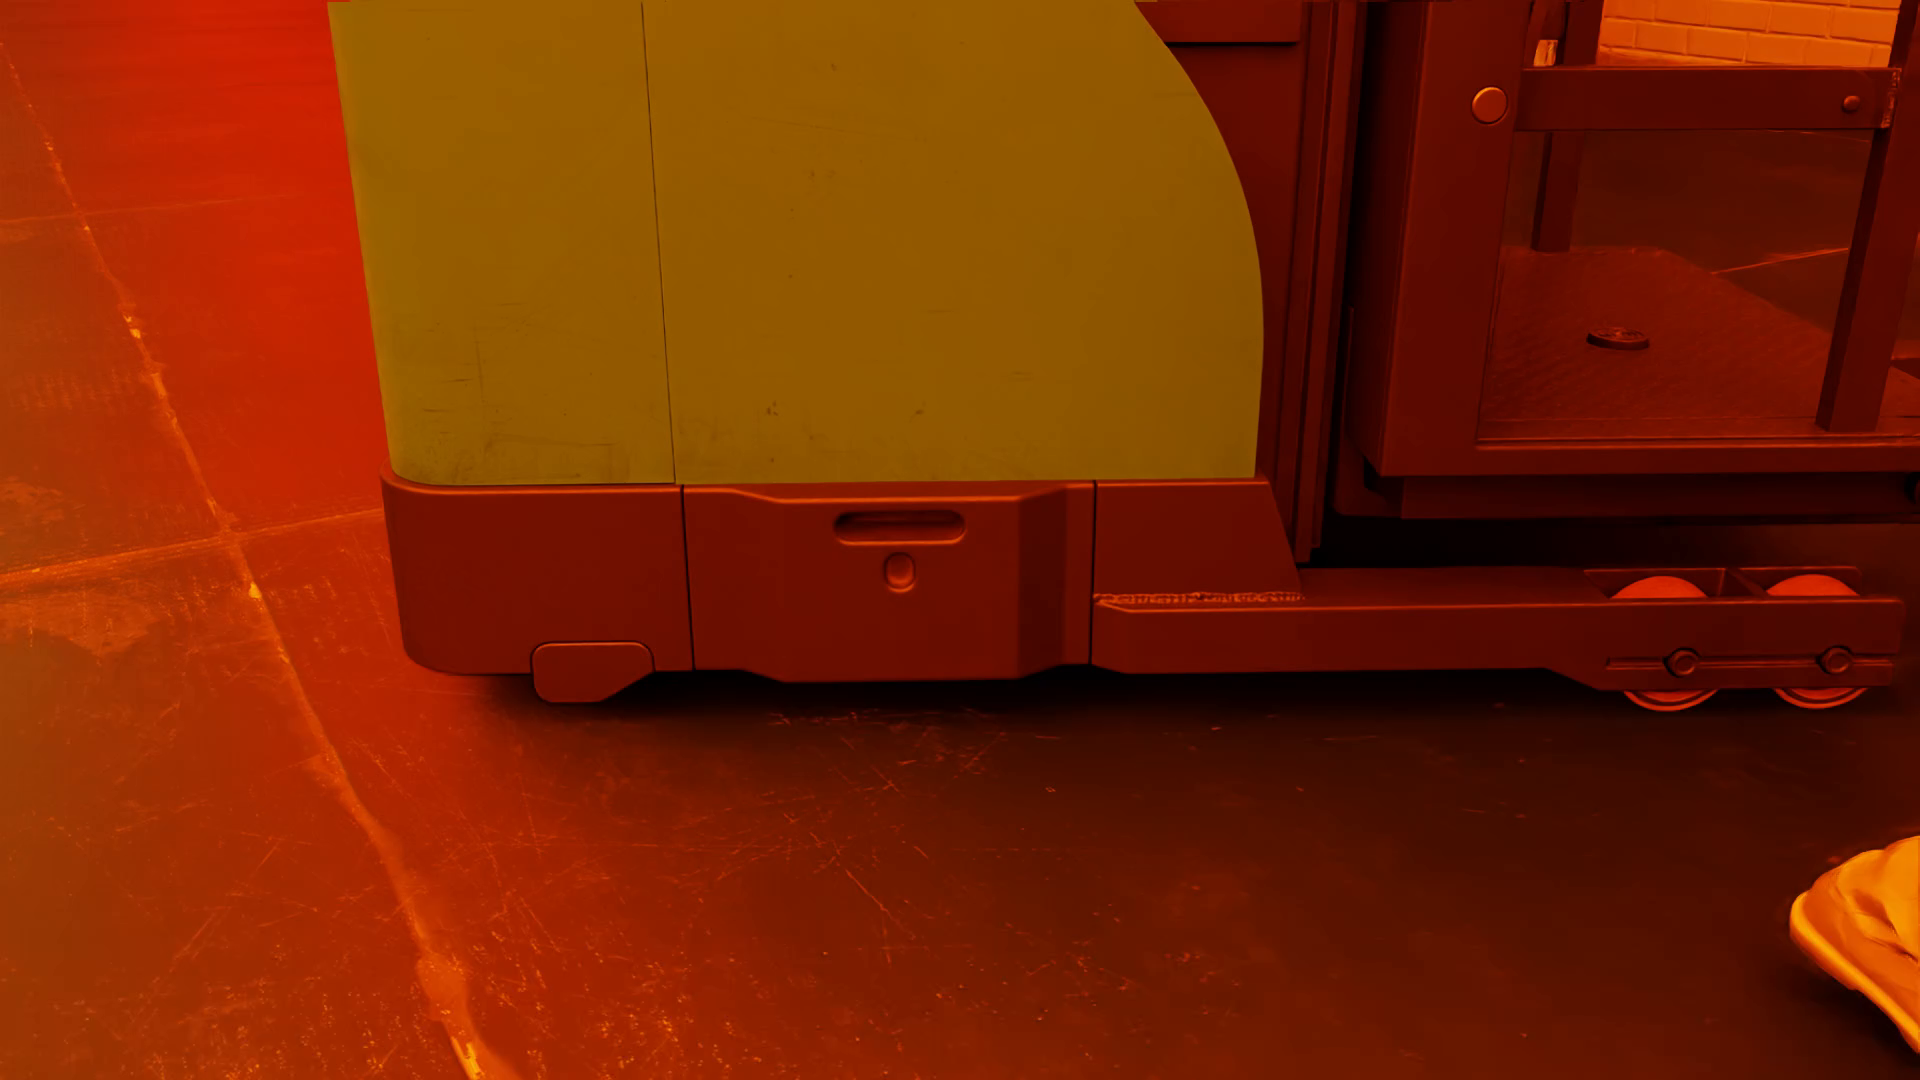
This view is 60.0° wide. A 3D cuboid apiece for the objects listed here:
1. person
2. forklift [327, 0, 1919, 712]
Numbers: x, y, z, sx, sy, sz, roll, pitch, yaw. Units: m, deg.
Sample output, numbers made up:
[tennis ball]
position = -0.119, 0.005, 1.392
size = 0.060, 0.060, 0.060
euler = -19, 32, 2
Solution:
[person]
position = 1.010, -0.284, 1.306
size = 0.874, 1.534, 0.764
euler = -20, 29, -40
[forklift]
position = 0.789, -1.341, 2.041
size = 3.031, 2.935, 1.130
euler = -1, 22, -2
